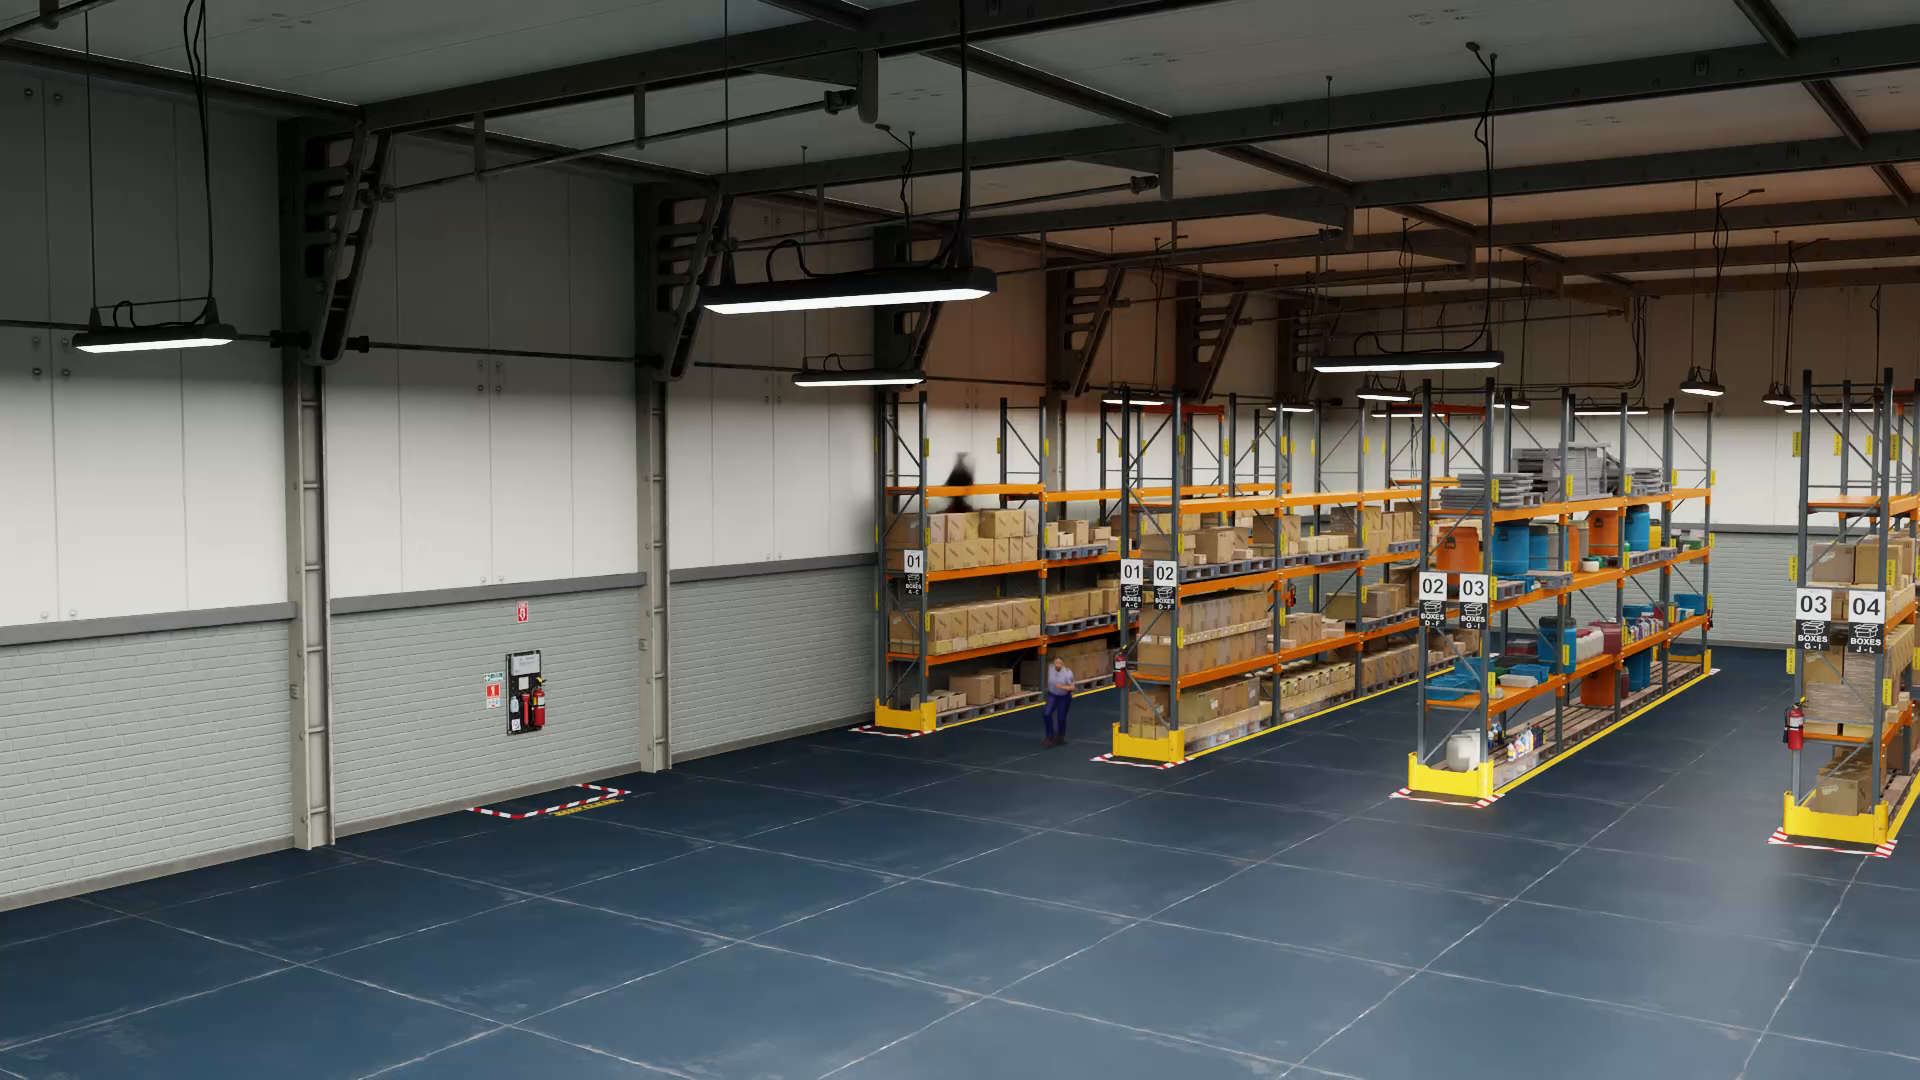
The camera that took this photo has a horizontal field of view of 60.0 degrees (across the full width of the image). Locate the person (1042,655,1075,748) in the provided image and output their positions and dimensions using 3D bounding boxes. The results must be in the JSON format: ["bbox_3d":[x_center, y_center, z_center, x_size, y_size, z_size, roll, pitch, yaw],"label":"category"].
[{"bbox_3d":[1.695,2.668,27.899,0.585,1.546,0.993,1,3,17],"label":"person"}]
